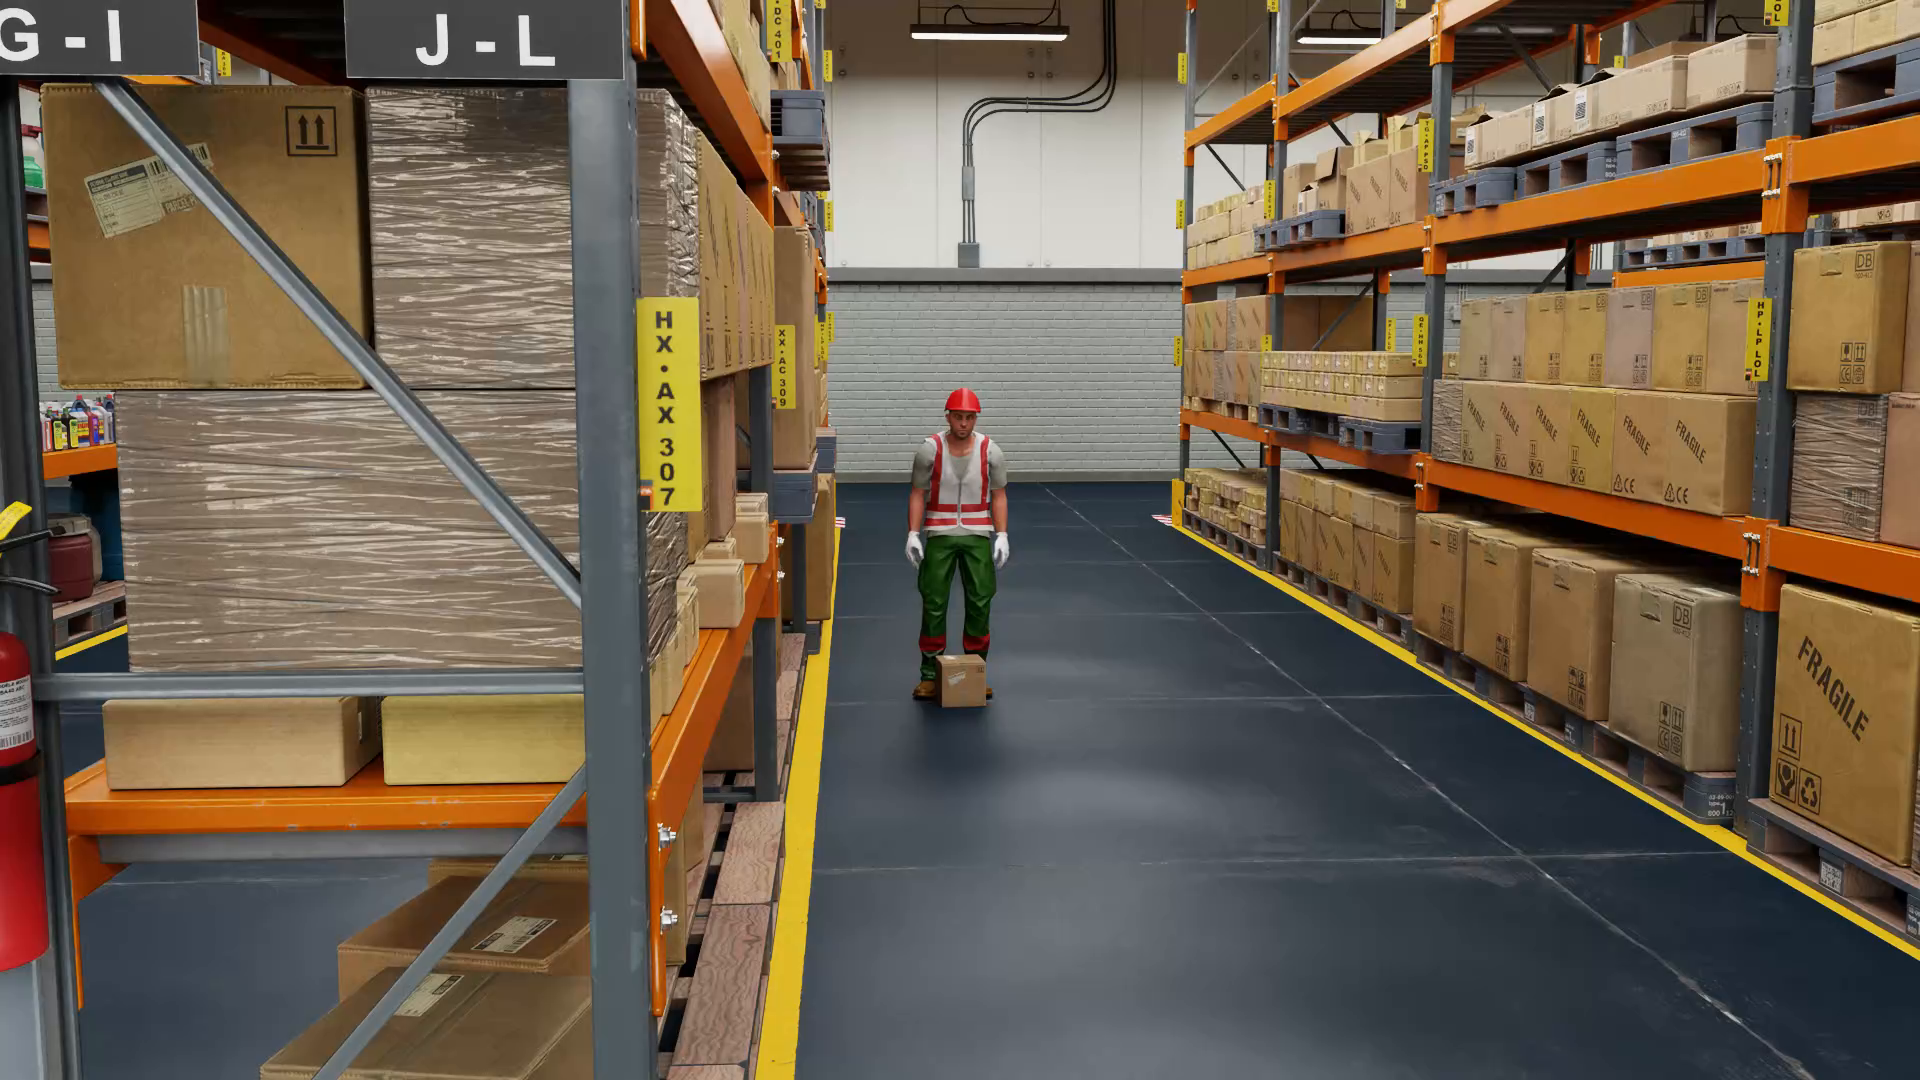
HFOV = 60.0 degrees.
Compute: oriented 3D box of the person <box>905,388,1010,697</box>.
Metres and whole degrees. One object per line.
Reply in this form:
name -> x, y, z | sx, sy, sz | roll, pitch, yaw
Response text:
person -> -0.014, 0.013, 9.568 | 0.604, 1.778, 0.453 | 0, 7, -4
